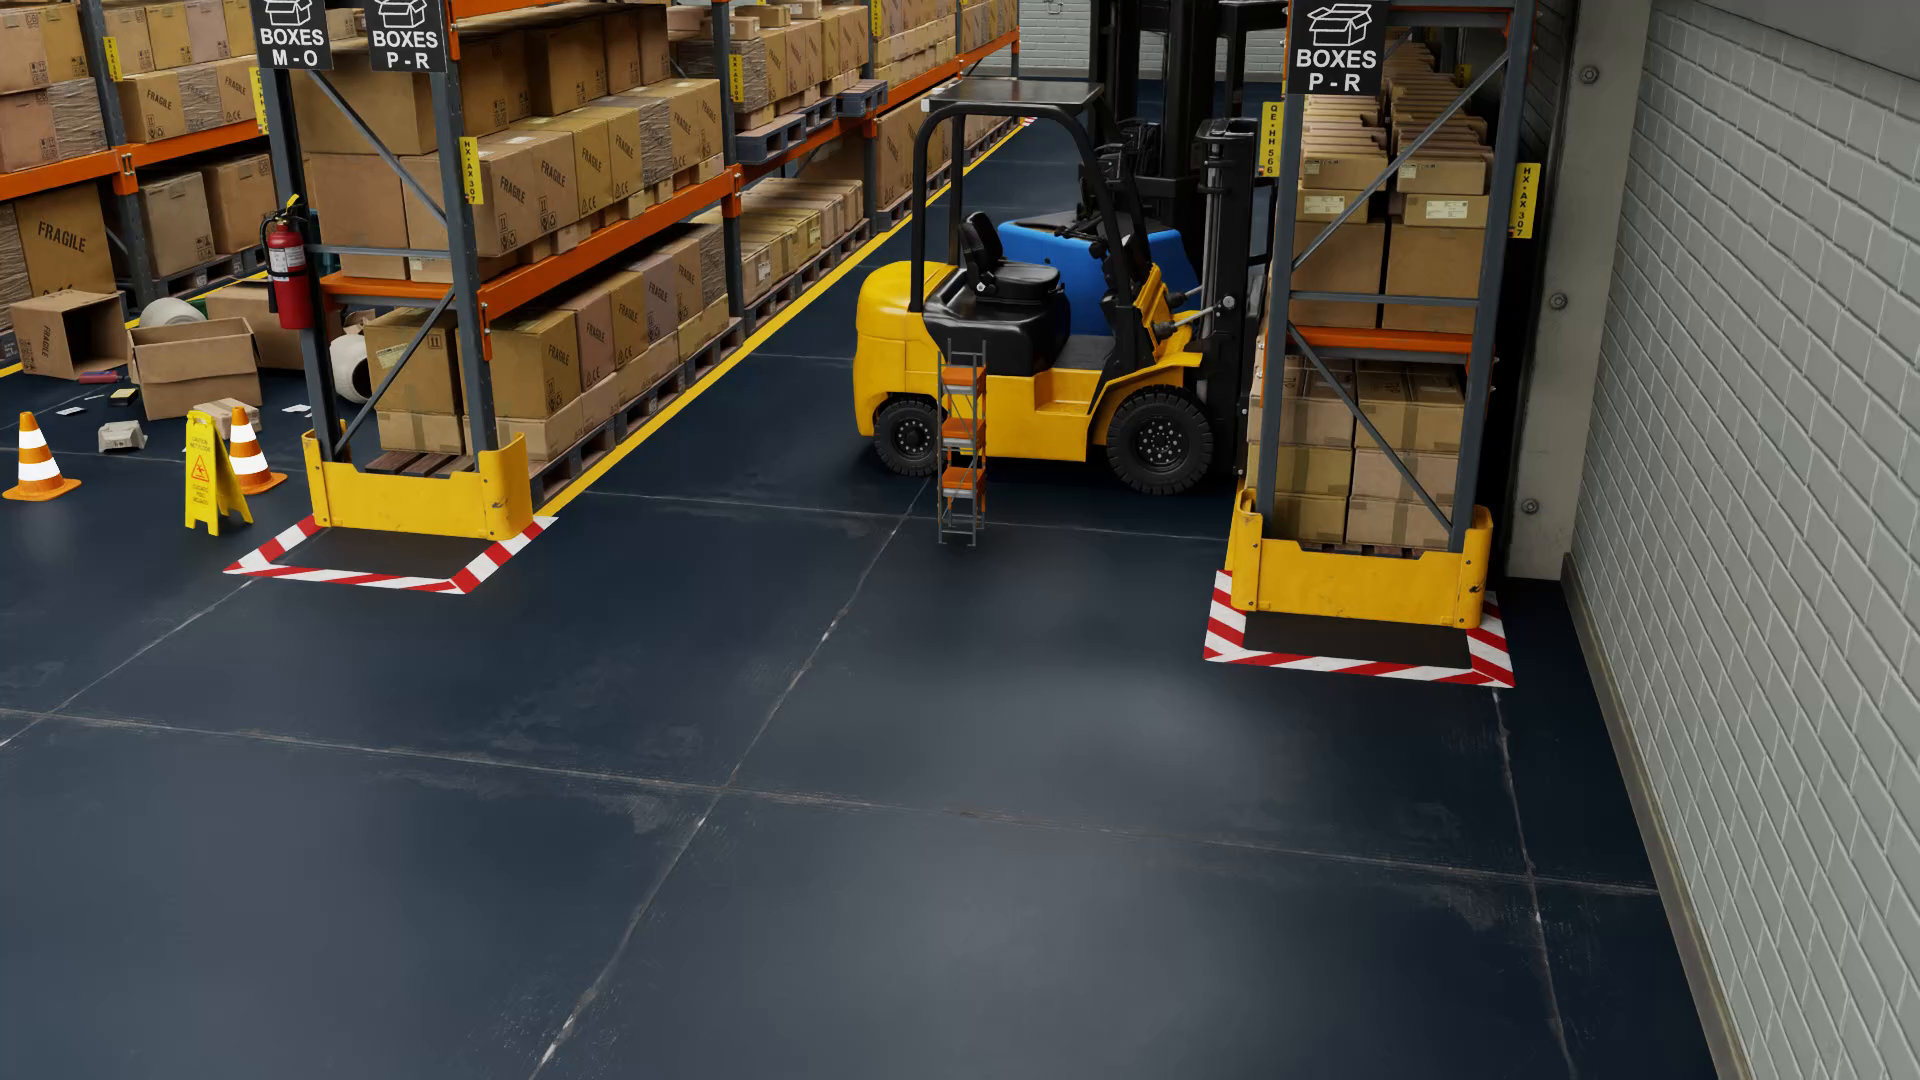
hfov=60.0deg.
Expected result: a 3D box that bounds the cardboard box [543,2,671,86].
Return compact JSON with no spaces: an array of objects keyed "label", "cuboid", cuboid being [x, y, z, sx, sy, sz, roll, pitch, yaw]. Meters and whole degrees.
[{"label":"cardboard box","cuboid":[-2.431,-3.428,11.481,0.700,0.500,0.500,4,22,10]}]

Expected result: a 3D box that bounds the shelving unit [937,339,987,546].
[{"label":"shelving unit","cuboid":[0.011,-0.507,8.706,0.215,1.050,0.252,4,22,11]}]

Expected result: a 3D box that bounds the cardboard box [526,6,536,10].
[{"label":"cardboard box","cuboid":[-5.251,-6.246,19.724,0.380,0.149,0.250,5,23,13]}]

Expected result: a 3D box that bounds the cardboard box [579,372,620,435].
[{"label":"cardboard box","cuboid":[-2.398,-0.841,10.045,0.500,0.250,0.500,5,23,13]}]

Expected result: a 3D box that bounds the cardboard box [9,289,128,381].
[{"label":"cardboard box","cuboid":[-6.308,-1.461,11.808,0.500,0.500,0.500,8,23,20]}]

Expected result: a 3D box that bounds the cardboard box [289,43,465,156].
[{"label":"cardboard box","cuboid":[-3.055,-2.313,8.712,0.700,0.500,0.500,4,22,10]}]

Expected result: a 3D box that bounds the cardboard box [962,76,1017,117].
[{"label":"cardboard box","cuboid":[0.283,-6.071,22.779,0.875,0.438,0.875,4,22,9]}]

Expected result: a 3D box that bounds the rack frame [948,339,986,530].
[{"label":"rack frame","cuboid":[0.036,-0.551,8.817,0.200,1.050,0.008,4,22,11]}]

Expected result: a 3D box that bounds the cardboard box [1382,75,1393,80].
[{"label":"cardboard box","cuboid":[3.171,-3.192,11.763,0.380,0.149,0.250,4,22,11]}]

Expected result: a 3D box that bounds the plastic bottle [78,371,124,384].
[{"label":"plastic bottle","cuboid":[-5.970,-1.135,11.590,0.283,0.061,0.133,-3,22,-8]}]

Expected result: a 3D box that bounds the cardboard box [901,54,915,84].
[{"label":"cardboard box","cuboid":[-0.766,-4.858,17.102,0.500,0.250,0.500,5,23,13]}]

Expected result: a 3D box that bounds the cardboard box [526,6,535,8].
[{"label":"cardboard box","cuboid":[-5.254,-6.383,19.666,0.380,0.149,0.250,5,23,13]}]

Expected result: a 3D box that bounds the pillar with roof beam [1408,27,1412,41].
[{"label":"pillar with roof beam","cuboid":[2.398,-10.965,24.033,9.100,9.000,0.400,4,22,11]}]

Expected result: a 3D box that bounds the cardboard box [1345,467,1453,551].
[{"label":"cardboard box","cuboid":[2.207,-0.169,8.376,0.500,0.250,0.500,5,22,11]}]

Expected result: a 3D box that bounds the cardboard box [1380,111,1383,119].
[{"label":"cardboard box","cuboid":[3.086,-2.876,11.511,0.500,0.250,0.500,4,22,10]}]

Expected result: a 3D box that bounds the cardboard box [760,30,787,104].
[{"label":"cardboard box","cuboid":[-1.651,-3.637,12.774,0.500,0.500,0.500,5,22,11]}]

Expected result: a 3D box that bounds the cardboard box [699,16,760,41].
[{"label":"cardboard box","cuboid":[-1.687,-3.750,12.186,0.380,0.149,0.250,4,22,11]}]

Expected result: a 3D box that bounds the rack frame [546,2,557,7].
[{"label":"rack frame","cuboid":[-5.363,-6.191,20.210,1.000,3.000,0.127,4,22,11]}]

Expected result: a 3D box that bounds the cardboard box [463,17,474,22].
[{"label":"cardboard box","cuboid":[-5.571,-5.676,18.307,0.380,0.149,0.250,5,23,13]}]

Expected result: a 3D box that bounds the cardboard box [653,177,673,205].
[{"label":"cardboard box","cuboid":[-2.100,-2.295,10.874,0.380,0.149,0.250,4,22,10]}]

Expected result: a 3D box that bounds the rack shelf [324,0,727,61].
[{"label":"rack shelf","cuboid":[-2.537,-3.251,9.858,1.077,0.370,4.000,4,22,11]}]

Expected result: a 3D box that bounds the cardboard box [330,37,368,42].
[{"label":"cardboard box","cuboid":[-6.008,-4.589,16.099,0.500,0.500,0.500,4,22,11]}]

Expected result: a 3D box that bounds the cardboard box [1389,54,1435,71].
[{"label":"cardboard box","cuboid":[3.542,-3.747,13.139,0.380,0.149,0.250,4,22,10]}]

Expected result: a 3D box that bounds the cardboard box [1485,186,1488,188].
[{"label":"cardboard box","cuboid":[2.518,-1.903,8.560,0.380,0.149,0.250,5,22,11]}]

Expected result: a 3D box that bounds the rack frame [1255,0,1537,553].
[{"label":"rack frame","cuboid":[1.915,-1.085,7.532,1.000,3.000,0.127,4,22,11]}]

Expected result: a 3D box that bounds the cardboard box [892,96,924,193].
[{"label":"cardboard box","cuboid":[-0.904,-4.169,17.472,0.875,0.875,0.875,5,22,12]}]

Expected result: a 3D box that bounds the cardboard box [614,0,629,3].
[{"label":"cardboard box","cuboid":[-4.703,-7.098,21.931,0.500,0.500,0.500,6,23,14]}]

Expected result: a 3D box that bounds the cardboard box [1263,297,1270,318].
[{"label":"cardboard box","cuboid":[2.006,-1.217,9.641,0.500,0.250,0.500,4,22,10]}]

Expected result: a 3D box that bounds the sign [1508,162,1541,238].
[{"label":"sign","cuboid":[2.457,-1.479,7.245,0.100,0.325,0.005,4,22,11]}]

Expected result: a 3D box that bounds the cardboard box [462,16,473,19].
[{"label":"cardboard box","cuboid":[-5.574,-5.808,18.238,0.380,0.149,0.250,4,22,10]}]

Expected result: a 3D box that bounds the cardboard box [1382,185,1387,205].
[{"label":"cardboard box","cuboid":[2.471,-1.668,8.845,0.500,0.500,0.500,4,22,10]}]

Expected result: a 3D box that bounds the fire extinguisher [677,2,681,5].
[{"label":"fire extinguisher","cuboid":[-4.044,-7.502,24.068,0.296,0.674,0.183,4,22,11]}]

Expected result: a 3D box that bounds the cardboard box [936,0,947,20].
[{"label":"cardboard box","cuboid":[-0.440,-5.988,18.235,0.500,0.500,0.500,5,22,12]}]

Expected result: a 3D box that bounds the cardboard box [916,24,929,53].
[{"label":"cardboard box","cuboid":[-0.631,-5.271,17.458,0.500,0.250,0.500,5,22,12]}]

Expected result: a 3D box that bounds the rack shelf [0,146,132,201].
[{"label":"rack shelf","cuboid":[-7.404,-2.200,11.264,1.077,0.370,4.000,4,22,11]}]

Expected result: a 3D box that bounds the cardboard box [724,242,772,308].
[{"label":"cardboard box","cuboid":[-2.024,-2.092,12.989,0.950,0.372,0.625,5,22,12]}]

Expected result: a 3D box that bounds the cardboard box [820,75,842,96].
[{"label":"cardboard box","cuboid":[-1.242,-3.936,14.385,0.380,0.149,0.250,5,22,12]}]

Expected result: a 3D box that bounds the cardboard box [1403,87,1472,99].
[{"label":"cardboard box","cuboid":[2.839,-2.610,9.920,0.380,0.149,0.250,4,22,10]}]

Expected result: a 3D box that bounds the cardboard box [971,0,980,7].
[{"label":"cardboard box","cuboid":[-0.053,-6.700,20.003,0.500,0.500,0.500,4,22,10]}]

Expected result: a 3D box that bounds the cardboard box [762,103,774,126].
[{"label":"cardboard box","cuboid":[-1.647,-3.272,12.736,0.380,0.149,0.250,5,22,12]}]

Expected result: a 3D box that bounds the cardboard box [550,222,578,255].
[{"label":"cardboard box","cuboid":[-2.405,-1.727,9.463,0.380,0.149,0.250,5,22,12]}]

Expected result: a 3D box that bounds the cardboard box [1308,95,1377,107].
[{"label":"cardboard box","cuboid":[2.190,-2.462,9.550,0.380,0.149,0.250,4,22,11]}]

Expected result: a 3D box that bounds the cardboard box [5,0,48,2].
[{"label":"cardboard box","cuboid":[-10.714,-6.159,18.654,0.797,0.503,0.637,5,22,12]}]

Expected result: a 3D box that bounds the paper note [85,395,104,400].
[{"label":"paper note","cuboid":[-5.850,-0.965,11.237,0.032,0.001,0.123,18,28,38]}]

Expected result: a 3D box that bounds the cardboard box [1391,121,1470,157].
[{"label":"cardboard box","cuboid":[2.413,-2.055,8.540,0.380,0.149,0.250,5,23,13]}]

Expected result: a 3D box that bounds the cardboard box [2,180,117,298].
[{"label":"cardboard box","cuboid":[-7.192,-2.250,12.706,0.875,0.875,0.875,5,22,12]}]

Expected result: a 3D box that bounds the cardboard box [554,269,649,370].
[{"label":"cardboard box","cuboid":[-2.293,-1.386,10.394,0.500,0.500,0.500,5,22,12]}]

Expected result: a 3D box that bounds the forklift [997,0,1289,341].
[{"label":"forklift","cuboid":[1.689,-2.753,11.767,3.031,2.935,1.130,-18,28,-37]}]

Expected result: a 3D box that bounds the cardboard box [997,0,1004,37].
[{"label":"cardboard box","cuboid":[0.268,-6.792,21.568,0.500,0.500,0.500,5,22,12]}]

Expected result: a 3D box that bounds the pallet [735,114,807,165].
[{"label":"pallet","cuboid":[-1.831,-3.104,12.802,1.003,0.211,1.213,4,22,11]}]

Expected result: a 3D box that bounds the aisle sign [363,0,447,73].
[{"label":"aisle sign","cuboid":[-2.654,-2.621,7.867,0.394,0.787,0.004,4,22,11]}]

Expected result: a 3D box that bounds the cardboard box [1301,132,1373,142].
[{"label":"cardboard box","cuboid":[1.828,-1.907,8.174,0.380,0.149,0.250,5,22,12]}]

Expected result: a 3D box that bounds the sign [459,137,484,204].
[{"label":"sign","cuboid":[-2.414,-1.822,8.204,0.100,0.325,0.005,4,22,11]}]

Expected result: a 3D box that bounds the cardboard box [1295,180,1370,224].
[{"label":"cardboard box","cuboid":[1.711,-1.580,7.760,0.380,0.149,0.250,5,22,12]}]

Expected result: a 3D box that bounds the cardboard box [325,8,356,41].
[{"label":"cardboard box","cuboid":[-6.281,-5.075,15.966,0.700,0.500,0.500,4,22,11]}]

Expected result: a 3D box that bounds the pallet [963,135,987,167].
[{"label":"pallet","cuboid":[-0.265,-4.829,20.561,1.003,0.211,1.213,4,22,11]}]

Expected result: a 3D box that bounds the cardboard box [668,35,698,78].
[{"label":"cardboard box","cuboid":[-2.259,-3.490,12.410,0.500,0.500,0.500,4,22,10]}]

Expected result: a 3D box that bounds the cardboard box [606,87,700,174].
[{"label":"cardboard box","cuboid":[-2.074,-2.739,11.107,0.500,0.500,0.500,5,23,13]}]
